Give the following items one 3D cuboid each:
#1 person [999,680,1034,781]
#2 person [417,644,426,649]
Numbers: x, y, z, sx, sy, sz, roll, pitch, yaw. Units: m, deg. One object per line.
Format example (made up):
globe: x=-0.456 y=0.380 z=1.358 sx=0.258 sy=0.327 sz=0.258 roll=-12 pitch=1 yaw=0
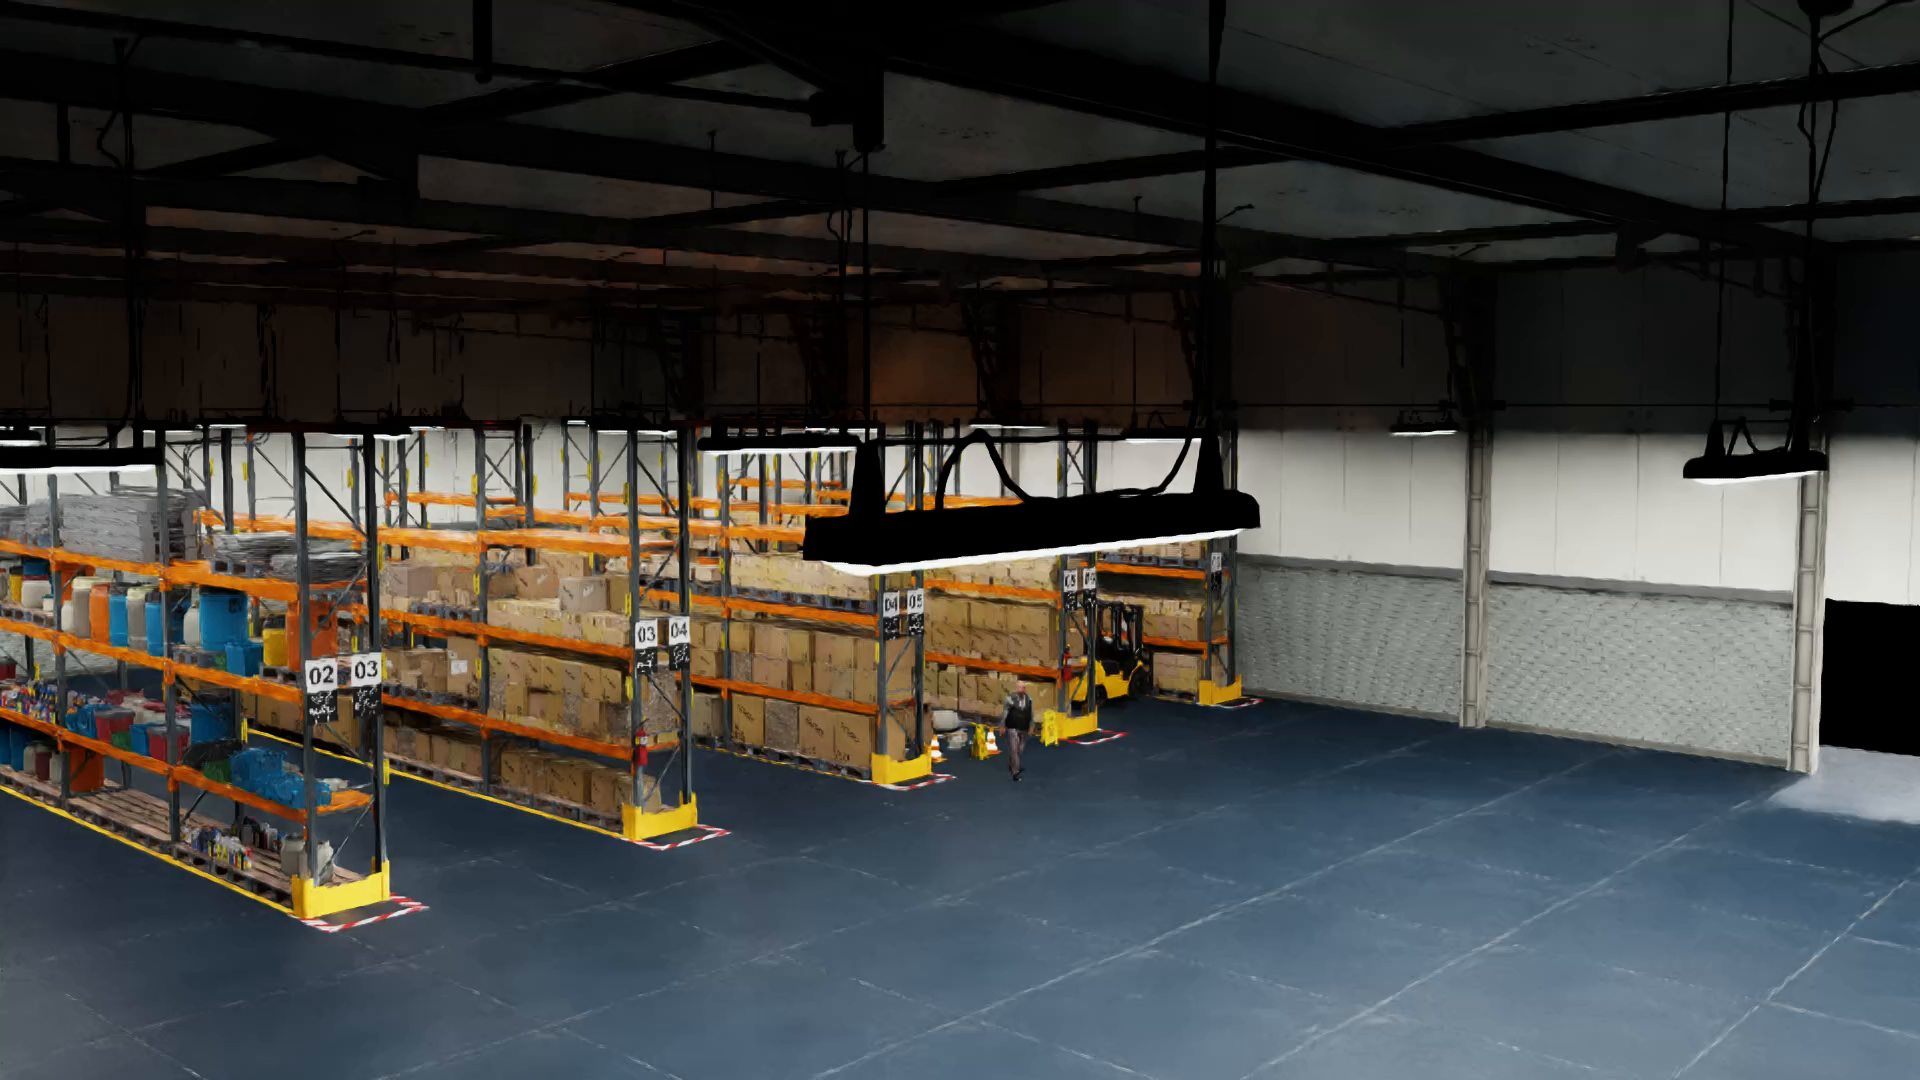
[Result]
person: x=0.998 y=3.194 z=28.204 sx=0.581 sy=1.679 sz=0.953 roll=-2 pitch=5 yaw=-24
person: x=-10.437 y=2.851 z=32.294 sx=0.576 sy=1.673 sz=0.463 roll=2 pitch=5 yaw=20
